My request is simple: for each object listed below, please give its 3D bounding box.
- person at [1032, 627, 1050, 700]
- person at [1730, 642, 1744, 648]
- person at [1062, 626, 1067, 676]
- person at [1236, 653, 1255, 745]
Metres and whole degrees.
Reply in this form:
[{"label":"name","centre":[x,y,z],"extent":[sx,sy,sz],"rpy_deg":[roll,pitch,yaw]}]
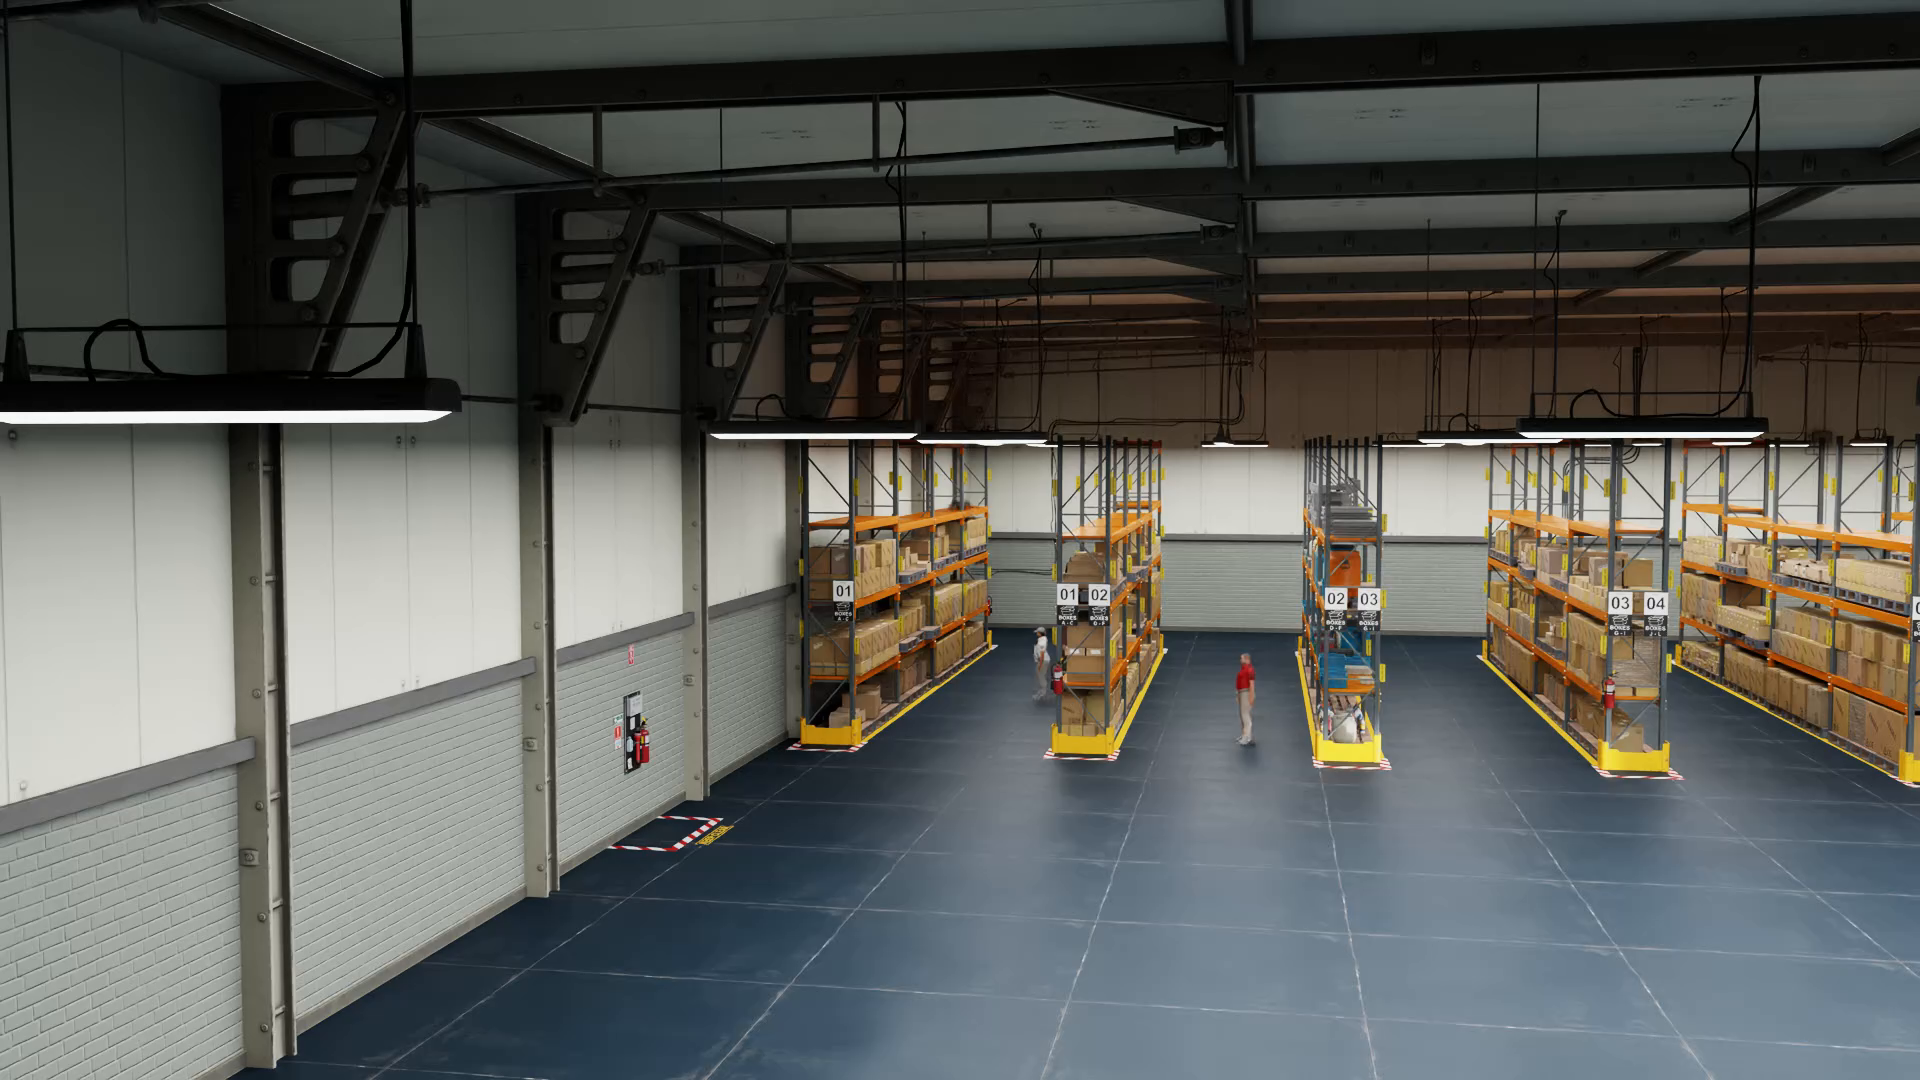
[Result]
[{"label":"person","centre":[1.867,2.820,38.135],"extent":[0.421,1.667,0.525],"rpy_deg":[0,3,5]},{"label":"person","centre":[21.188,2.458,45.326],"extent":[0.614,1.692,0.348],"rpy_deg":[1,3,23]},{"label":"person","centre":[2.555,2.591,41.326],"extent":[0.410,1.786,0.617],"rpy_deg":[0,3,-5]},{"label":"person","centre":[5.583,3.105,32.624],"extent":[0.410,1.767,0.669],"rpy_deg":[0,3,0]}]
